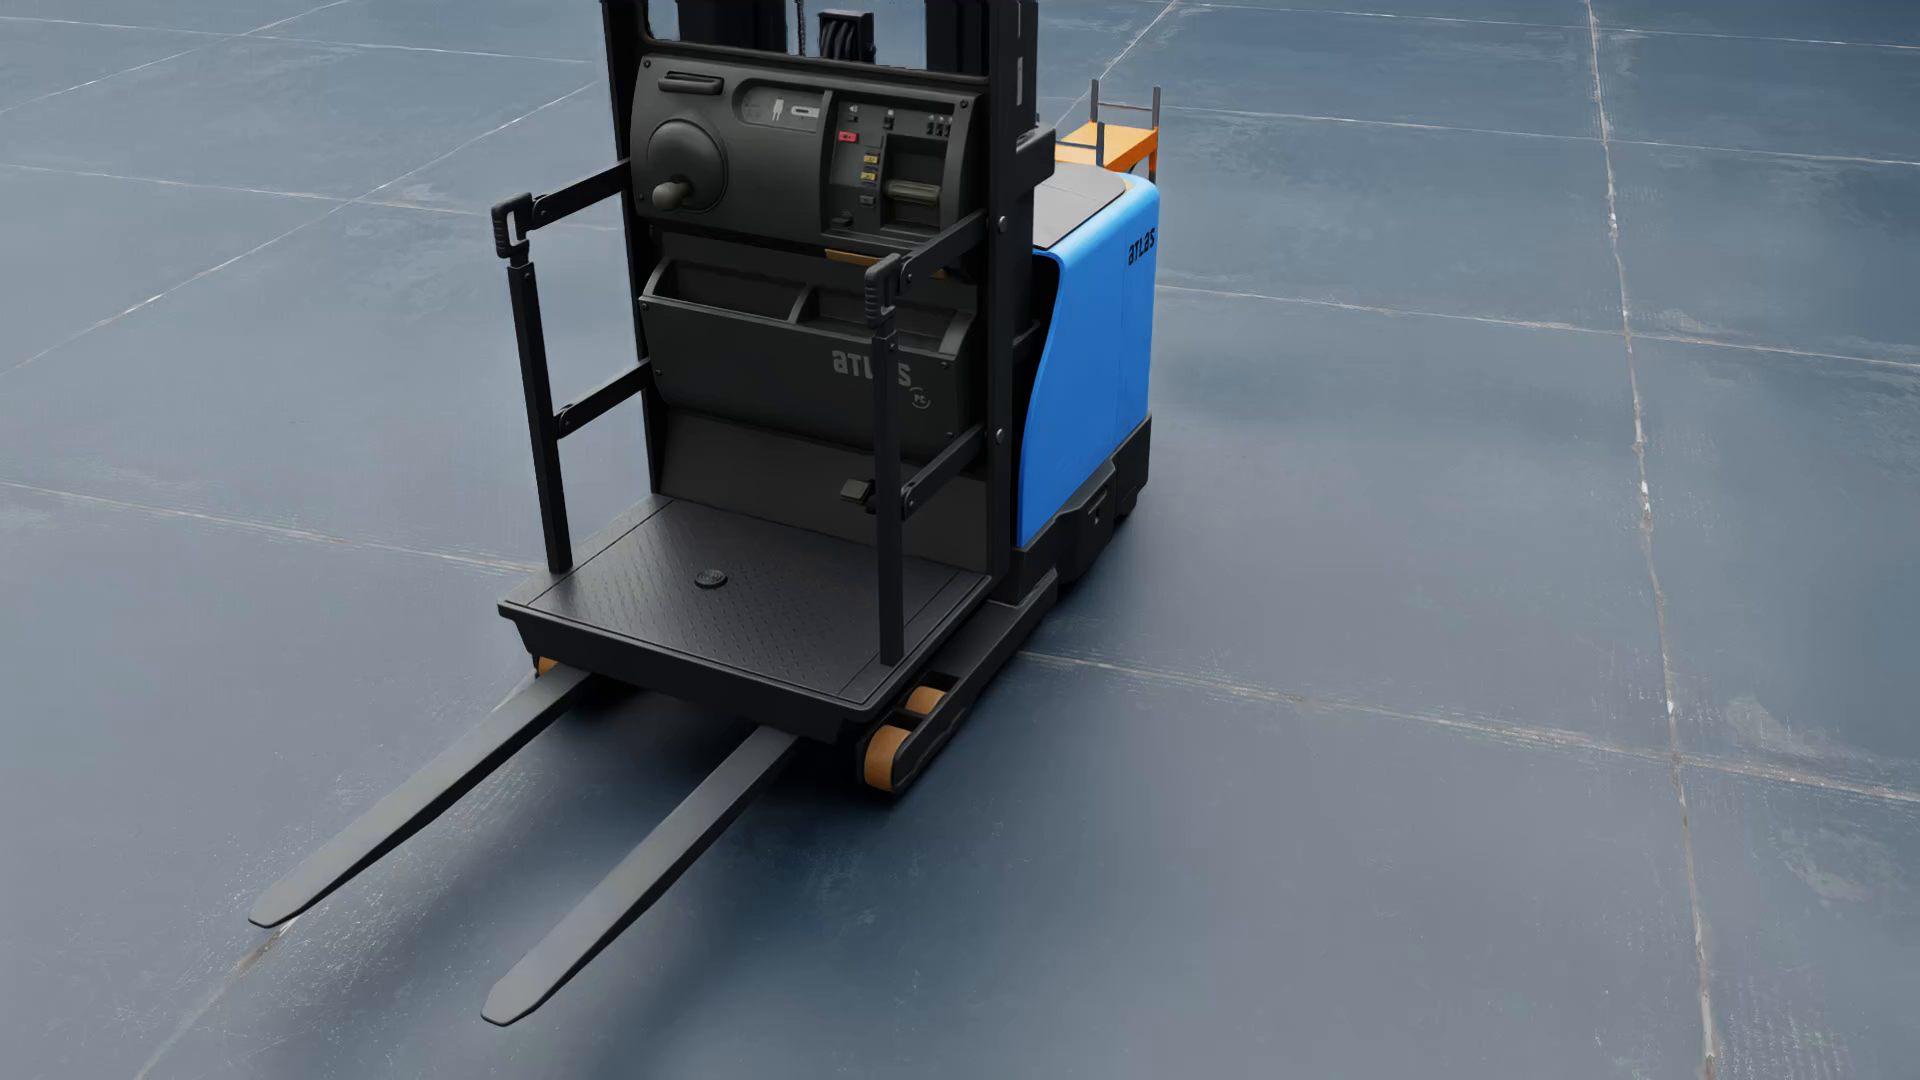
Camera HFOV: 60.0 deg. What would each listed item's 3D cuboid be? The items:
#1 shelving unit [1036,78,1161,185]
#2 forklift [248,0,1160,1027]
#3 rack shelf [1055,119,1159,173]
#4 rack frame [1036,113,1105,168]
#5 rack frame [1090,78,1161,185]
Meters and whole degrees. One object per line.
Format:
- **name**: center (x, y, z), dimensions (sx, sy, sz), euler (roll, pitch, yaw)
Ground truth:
- **shelving unit**: center (0.442, -0.884, 5.605), dimensions (0.258, 1.200, 0.503), euler (14, 32, 23)
- **forklift**: center (-0.489, -0.899, 3.851), dimensions (1.130, 2.935, 3.031), euler (14, 32, 23)
- **rack shelf**: center (0.442, -1.227, 5.414), dimensions (0.258, 0.148, 0.480), euler (14, 32, 23)
- **rack frame**: center (0.333, -0.778, 5.414), dimensions (0.240, 1.200, 0.015), euler (14, 32, 23)
- **rack frame**: center (0.550, -0.990, 5.796), dimensions (0.240, 1.200, 0.015), euler (14, 32, 23)
